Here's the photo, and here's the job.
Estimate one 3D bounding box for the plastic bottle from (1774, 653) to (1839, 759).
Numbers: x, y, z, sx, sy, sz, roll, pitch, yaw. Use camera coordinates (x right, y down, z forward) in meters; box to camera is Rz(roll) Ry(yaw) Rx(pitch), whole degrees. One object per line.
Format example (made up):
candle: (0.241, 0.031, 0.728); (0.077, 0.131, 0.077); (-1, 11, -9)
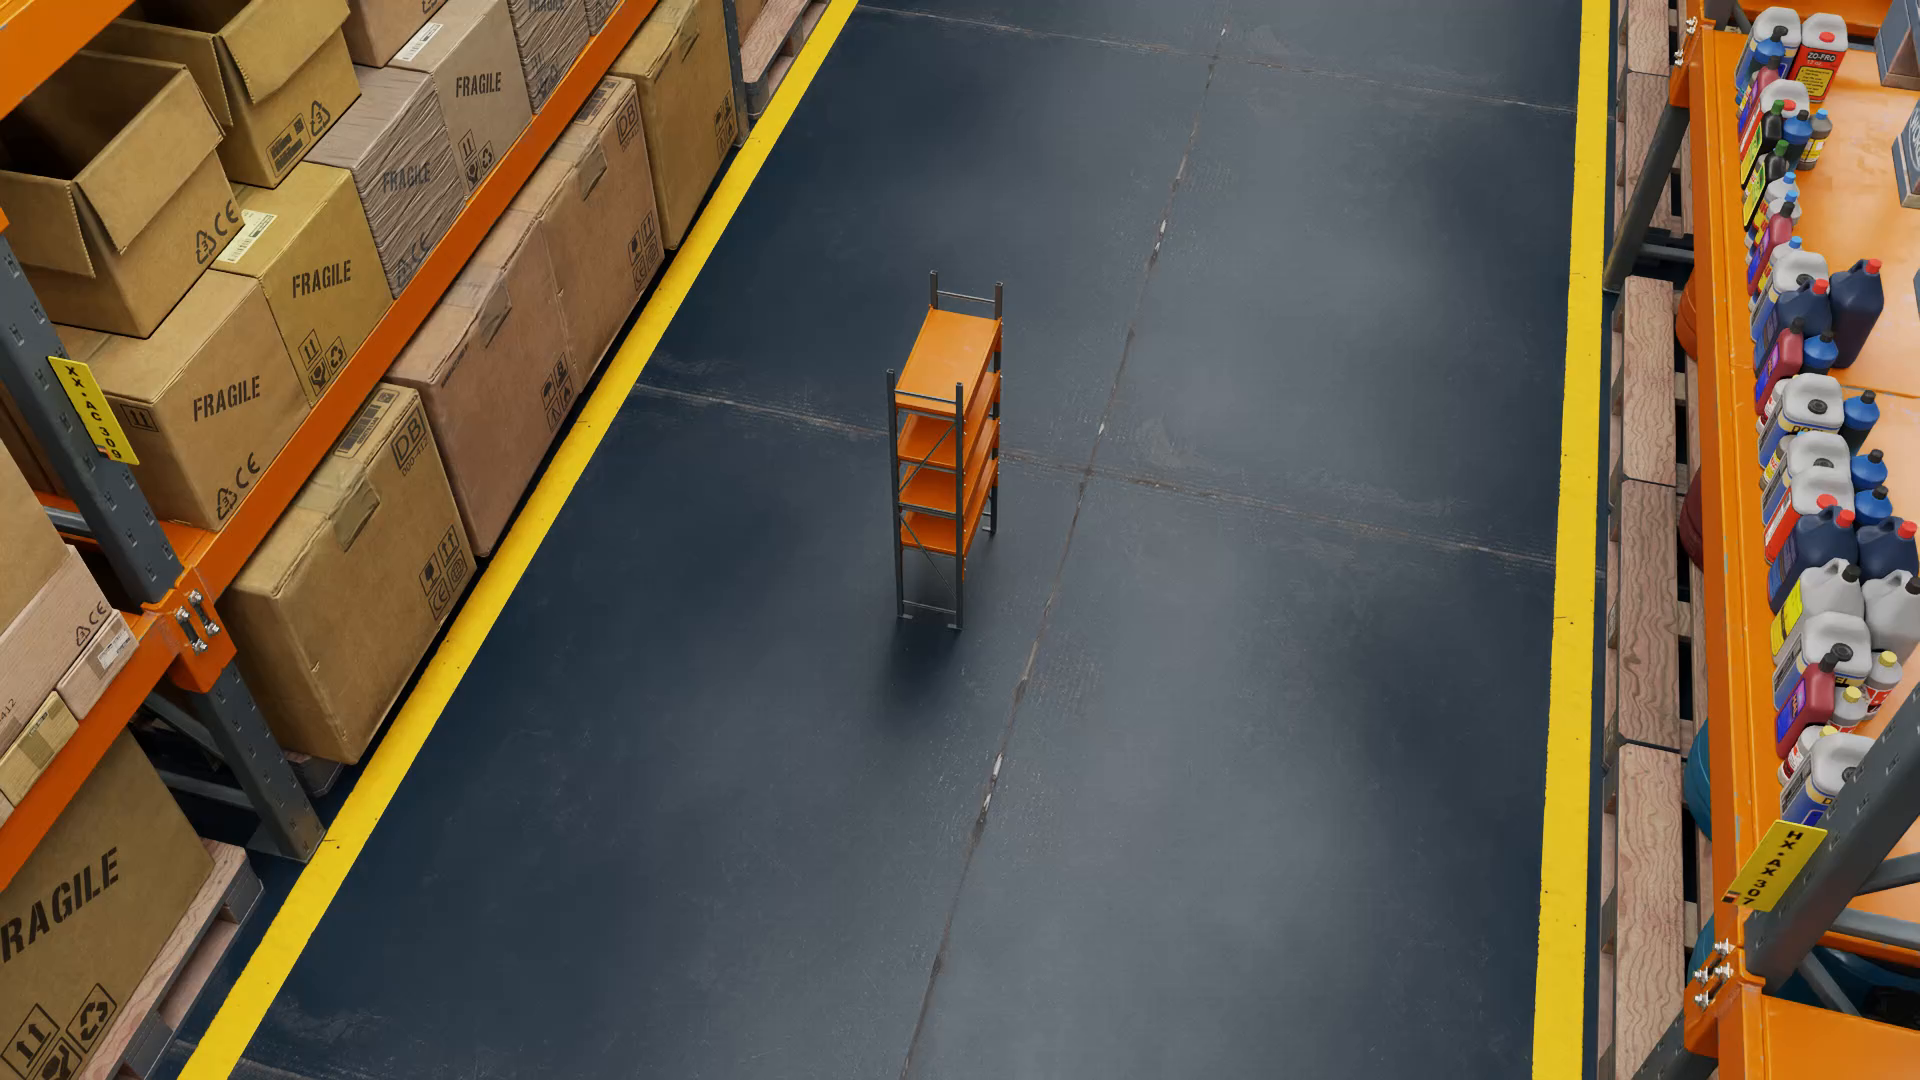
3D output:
plastic bottle: (2.031, 0.397, 3.977); (0.061, 0.283, 0.133); (12, 50, 10)

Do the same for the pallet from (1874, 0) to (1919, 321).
pallet: (2.335, -0.633, 2.933); (1.213, 0.211, 1.003); (12, 50, 10)

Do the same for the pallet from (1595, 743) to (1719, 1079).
pallet: (2.466, 1.256, 5.001); (1.003, 0.211, 1.213); (12, 50, 10)

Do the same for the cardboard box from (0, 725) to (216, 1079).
cardboard box: (-2.807, 0.932, 4.564); (0.875, 0.875, 0.875); (12, 50, 10)

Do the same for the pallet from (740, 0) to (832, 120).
pallet: (-1.296, -2.630, 8.430); (1.003, 0.211, 1.213); (12, 50, 10)

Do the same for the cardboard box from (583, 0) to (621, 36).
cardboard box: (-1.531, -2.255, 6.173); (0.500, 0.500, 0.500); (11, 50, 10)

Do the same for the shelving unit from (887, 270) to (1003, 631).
shelving unit: (-0.044, -0.277, 5.694); (0.258, 1.200, 0.503); (12, 50, 10)

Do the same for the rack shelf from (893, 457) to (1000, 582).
rack shelf: (-0.044, -0.101, 5.894); (0.258, 0.148, 0.480); (12, 50, 10)

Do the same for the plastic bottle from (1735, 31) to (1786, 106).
plastic bottle: (2.793, -1.640, 5.782); (0.097, 0.271, 0.097); (0, 49, 0)

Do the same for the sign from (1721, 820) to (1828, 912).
sign: (1.692, 0.682, 3.463); (0.100, 0.325, 0.005); (12, 50, 10)

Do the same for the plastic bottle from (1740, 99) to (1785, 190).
plastic bottle: (2.649, -1.300, 5.474); (0.061, 0.283, 0.133); (12, 50, 10)

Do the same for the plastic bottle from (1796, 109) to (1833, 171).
plastic bottle: (2.853, -1.349, 5.573); (0.097, 0.201, 0.097); (0, 49, 0)

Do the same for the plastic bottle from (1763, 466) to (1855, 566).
plastic bottle: (2.243, -0.054, 4.379); (0.152, 0.276, 0.135); (12, 50, 10)

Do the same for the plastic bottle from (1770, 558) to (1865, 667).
plastic bottle: (2.149, 0.170, 4.132); (0.144, 0.351, 0.185); (12, 50, 10)

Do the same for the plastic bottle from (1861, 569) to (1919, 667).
plastic bottle: (2.288, 0.199, 4.107); (0.144, 0.351, 0.185); (12, 50, 10)

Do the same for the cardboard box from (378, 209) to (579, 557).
cardboard box: (-2.172, -0.643, 5.954); (1.225, 0.875, 0.875); (10, 49, 9)

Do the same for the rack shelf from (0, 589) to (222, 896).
rack shelf: (-3.082, 1.591, 3.325); (1.077, 0.370, 4.000); (12, 50, 10)

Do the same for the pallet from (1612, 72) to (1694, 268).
pallet: (3.517, -1.640, 7.557); (1.003, 0.211, 1.213); (12, 50, 10)

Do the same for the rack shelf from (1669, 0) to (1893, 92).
rack shelf: (3.802, -3.219, 7.570); (1.077, 0.370, 4.000); (12, 50, 10)

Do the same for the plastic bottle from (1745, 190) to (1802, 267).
plastic bottle: (2.549, -0.971, 5.192); (0.097, 0.271, 0.097); (0, 49, 0)

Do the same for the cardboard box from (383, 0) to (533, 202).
cardboard box: (-1.799, -1.511, 5.516); (0.500, 0.500, 0.500); (12, 50, 11)

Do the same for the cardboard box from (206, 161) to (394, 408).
cardboard box: (-2.062, -0.774, 4.866); (0.500, 0.500, 0.500); (12, 50, 10)

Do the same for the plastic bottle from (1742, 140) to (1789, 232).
plastic bottle: (2.588, -1.133, 5.327); (0.061, 0.283, 0.133); (12, 50, 10)

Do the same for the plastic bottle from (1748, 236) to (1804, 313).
plastic bottle: (2.489, -0.804, 5.045); (0.097, 0.271, 0.097); (0, 49, 0)

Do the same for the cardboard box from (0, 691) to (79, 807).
cardboard box: (-2.388, 0.461, 4.010); (0.380, 0.149, 0.250); (12, 50, 11)

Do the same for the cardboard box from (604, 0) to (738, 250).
cardboard box: (-1.705, -1.928, 7.088); (1.225, 0.875, 0.875); (9, 49, 8)

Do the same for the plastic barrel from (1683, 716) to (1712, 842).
plastic barrel: (2.569, 0.536, 4.895); (0.600, 0.901, 0.708); (12, 50, 10)

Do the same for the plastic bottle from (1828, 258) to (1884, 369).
plastic bottle: (2.621, -0.694, 4.895); (0.144, 0.351, 0.185); (12, 50, 10)

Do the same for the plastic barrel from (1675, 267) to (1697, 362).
plastic barrel: (3.163, -1.074, 6.364); (0.600, 0.830, 0.708); (12, 50, 10)

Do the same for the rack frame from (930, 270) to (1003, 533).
rack frame: (0.021, -0.454, 5.850); (0.240, 1.200, 0.015); (12, 50, 10)

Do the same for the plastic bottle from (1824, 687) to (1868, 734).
plastic bottle: (2.112, 0.426, 4.006); (0.097, 0.201, 0.097); (0, 49, 0)

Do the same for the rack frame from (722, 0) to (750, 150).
rack frame: (-1.503, -2.987, 6.886); (1.000, 3.000, 0.127); (12, 50, 10)

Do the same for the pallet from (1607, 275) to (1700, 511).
pallet: (3.108, -0.509, 6.558); (1.003, 0.211, 1.213); (12, 50, 10)

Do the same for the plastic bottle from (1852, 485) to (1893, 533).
plastic bottle: (2.369, -0.041, 4.371); (0.097, 0.271, 0.097); (0, 49, 0)

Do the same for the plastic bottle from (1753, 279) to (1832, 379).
plastic bottle: (2.439, -0.627, 4.835); (0.144, 0.351, 0.185); (12, 50, 10)

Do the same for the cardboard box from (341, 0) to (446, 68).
cardboard box: (-2.055, -1.870, 5.164); (0.797, 0.503, 0.637); (13, 50, 11)

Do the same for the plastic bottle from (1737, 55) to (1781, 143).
plastic bottle: (2.719, -1.493, 5.645); (0.061, 0.283, 0.133); (12, 50, 10)

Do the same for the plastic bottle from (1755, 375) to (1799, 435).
plastic bottle: (2.344, -0.383, 4.720); (0.097, 0.201, 0.097); (0, 49, 0)

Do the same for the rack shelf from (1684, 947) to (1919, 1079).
rack shelf: (1.696, 2.568, 2.463); (1.077, 0.370, 4.000); (12, 50, 10)

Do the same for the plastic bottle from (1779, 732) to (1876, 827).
plastic bottle: (2.014, 0.575, 3.824); (0.152, 0.276, 0.135); (12, 50, 10)

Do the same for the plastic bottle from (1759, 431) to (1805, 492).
plastic bottle: (2.283, -0.216, 4.572); (0.097, 0.201, 0.097); (0, 49, 0)

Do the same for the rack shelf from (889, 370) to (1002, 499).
rack shelf: (-0.044, -0.381, 5.577); (0.258, 0.148, 0.480); (12, 50, 10)

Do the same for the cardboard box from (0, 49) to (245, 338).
cardboard box: (-2.396, -0.923, 4.328); (0.797, 0.503, 0.637); (10, 49, 9)

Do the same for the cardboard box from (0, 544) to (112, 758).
cardboard box: (-2.419, 0.228, 3.950); (0.500, 0.250, 0.500); (11, 49, 9)

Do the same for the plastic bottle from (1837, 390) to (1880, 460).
plastic bottle: (2.465, -0.306, 4.605); (0.097, 0.271, 0.097); (0, 49, 0)
